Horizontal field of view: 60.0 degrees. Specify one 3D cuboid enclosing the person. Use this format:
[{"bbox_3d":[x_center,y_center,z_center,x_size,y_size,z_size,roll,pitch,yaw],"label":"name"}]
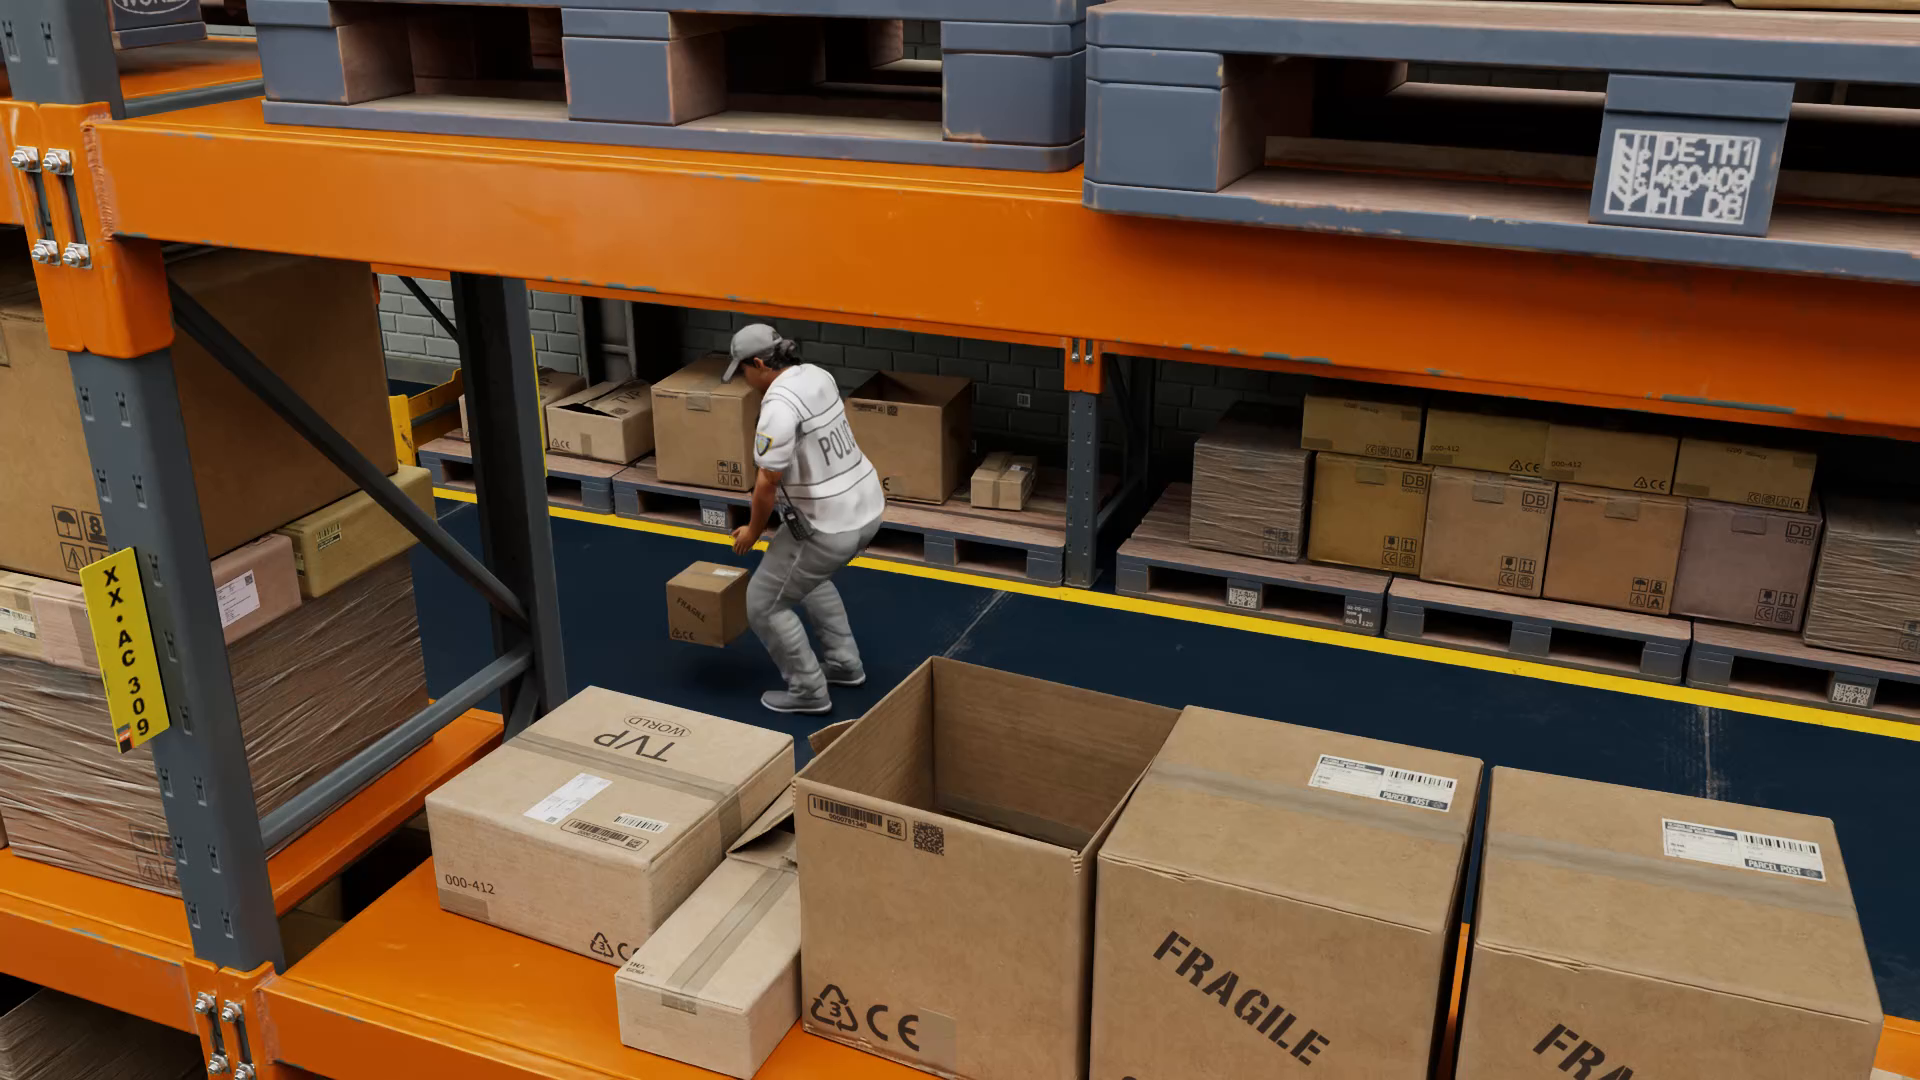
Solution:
[{"bbox_3d":[-0.613,-0.071,6.439,0.591,1.541,0.519,9,24,21],"label":"person"}]
